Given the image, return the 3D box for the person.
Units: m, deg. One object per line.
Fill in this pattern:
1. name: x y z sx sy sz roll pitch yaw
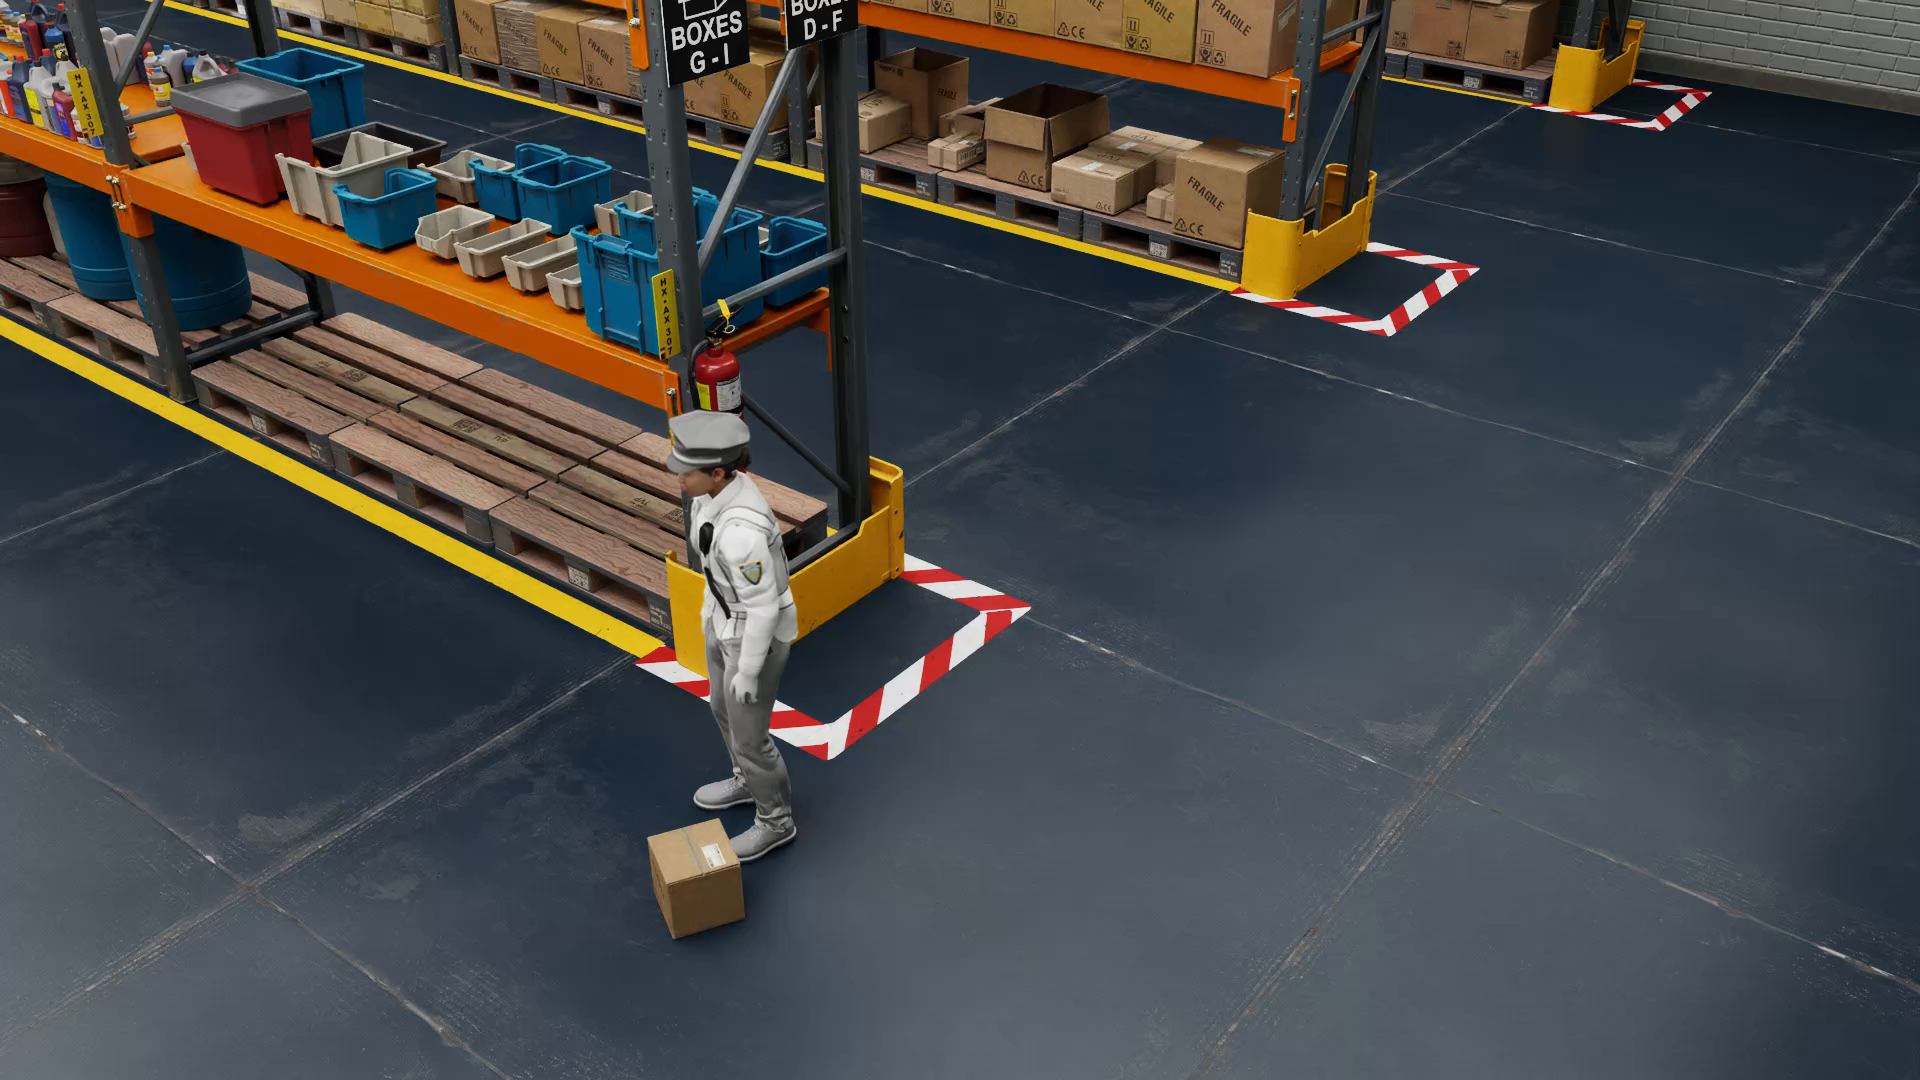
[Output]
1. person: -0.741 0.326 5.588 0.371 1.663 0.530 -12 33 -18
